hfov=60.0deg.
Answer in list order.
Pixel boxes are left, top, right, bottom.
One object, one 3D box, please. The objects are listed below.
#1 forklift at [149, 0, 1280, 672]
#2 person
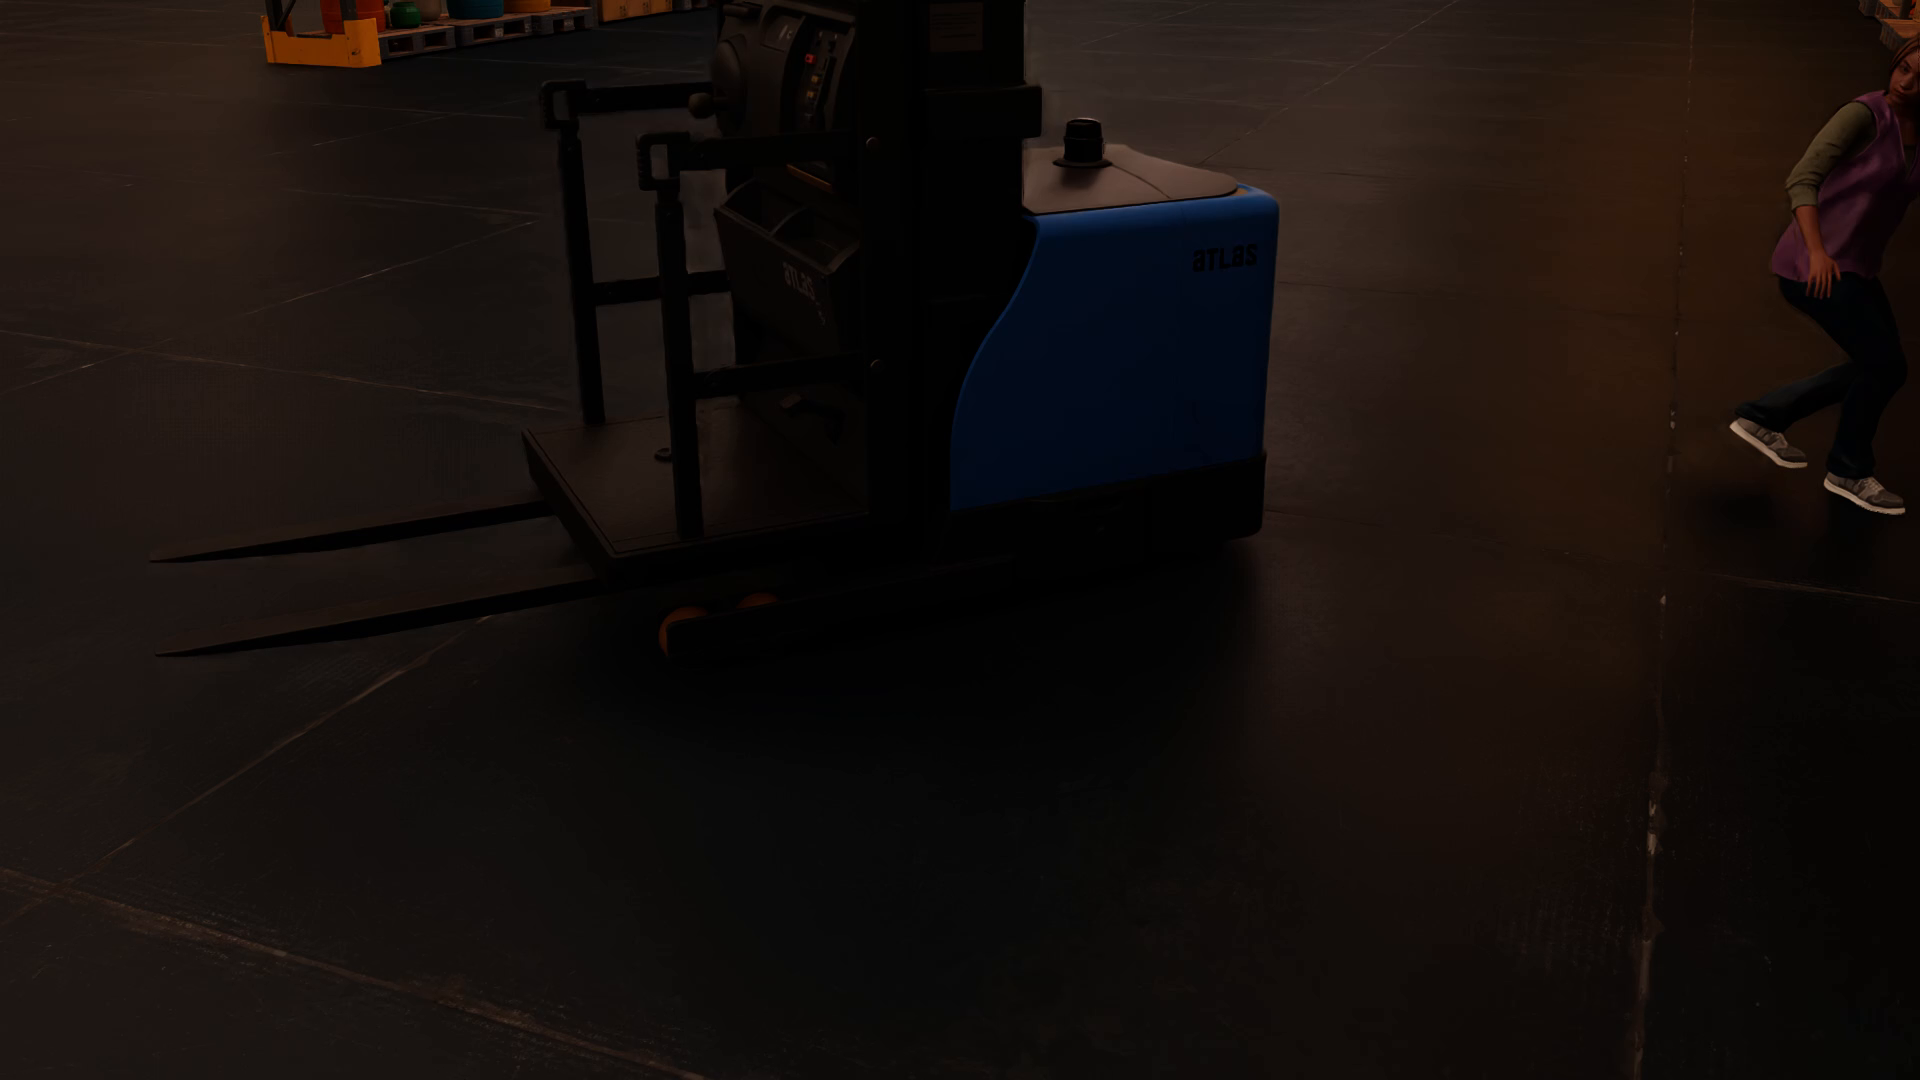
[{"bbox_3d":[-0.649,-1.245,4.272,3.031,2.935,1.130,-10,25,-23],"label":"forklift"},{"bbox_3d":[2.818,-0.798,5.102,0.738,1.482,0.758,-17,28,-35],"label":"person"}]
